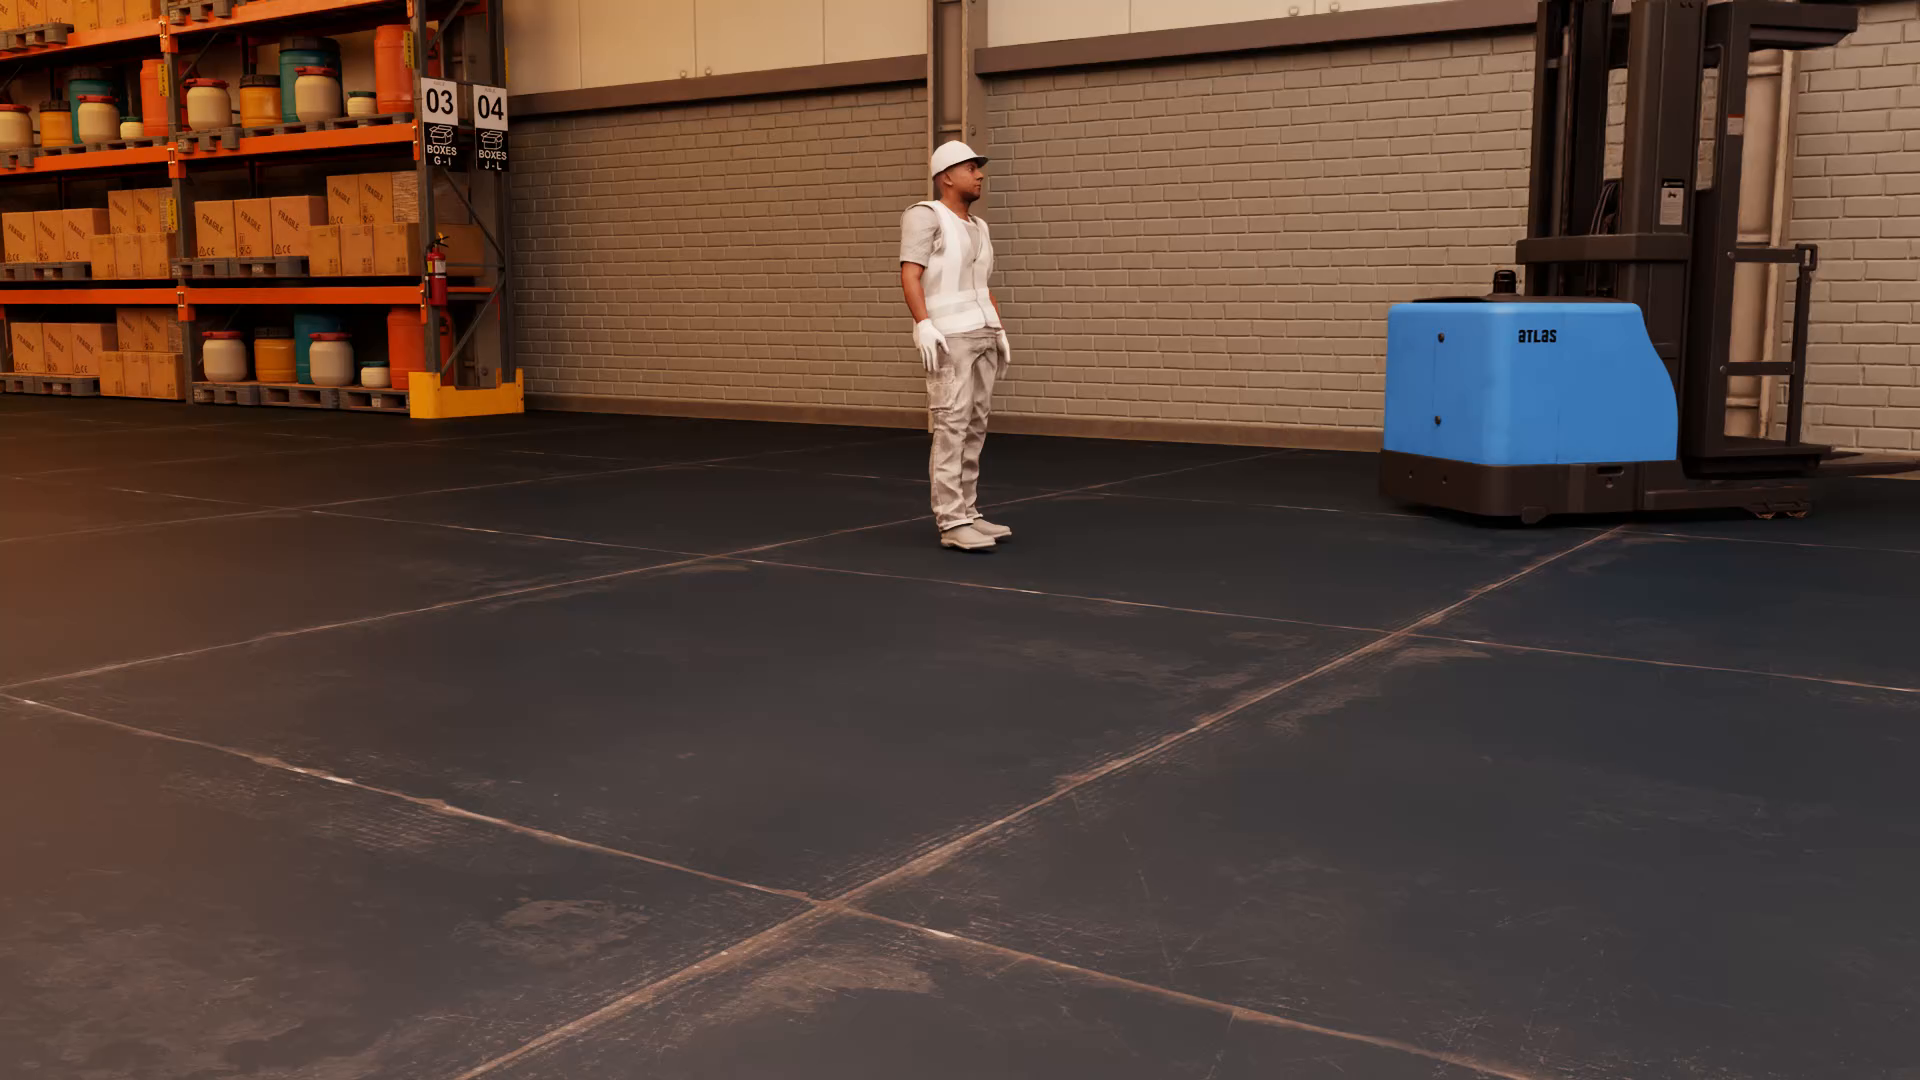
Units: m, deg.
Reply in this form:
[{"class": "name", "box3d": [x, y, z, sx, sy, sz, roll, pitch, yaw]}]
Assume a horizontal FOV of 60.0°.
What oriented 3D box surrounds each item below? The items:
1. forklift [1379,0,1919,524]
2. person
[{"class": "forklift", "box3d": [3.787, -1.622, 8.598, 3.031, 2.935, 1.130, -3, 8, -17]}, {"class": "person", "box3d": [0.055, -0.883, 7.430, 0.577, 1.781, 0.656, 5, 10, 34]}]
